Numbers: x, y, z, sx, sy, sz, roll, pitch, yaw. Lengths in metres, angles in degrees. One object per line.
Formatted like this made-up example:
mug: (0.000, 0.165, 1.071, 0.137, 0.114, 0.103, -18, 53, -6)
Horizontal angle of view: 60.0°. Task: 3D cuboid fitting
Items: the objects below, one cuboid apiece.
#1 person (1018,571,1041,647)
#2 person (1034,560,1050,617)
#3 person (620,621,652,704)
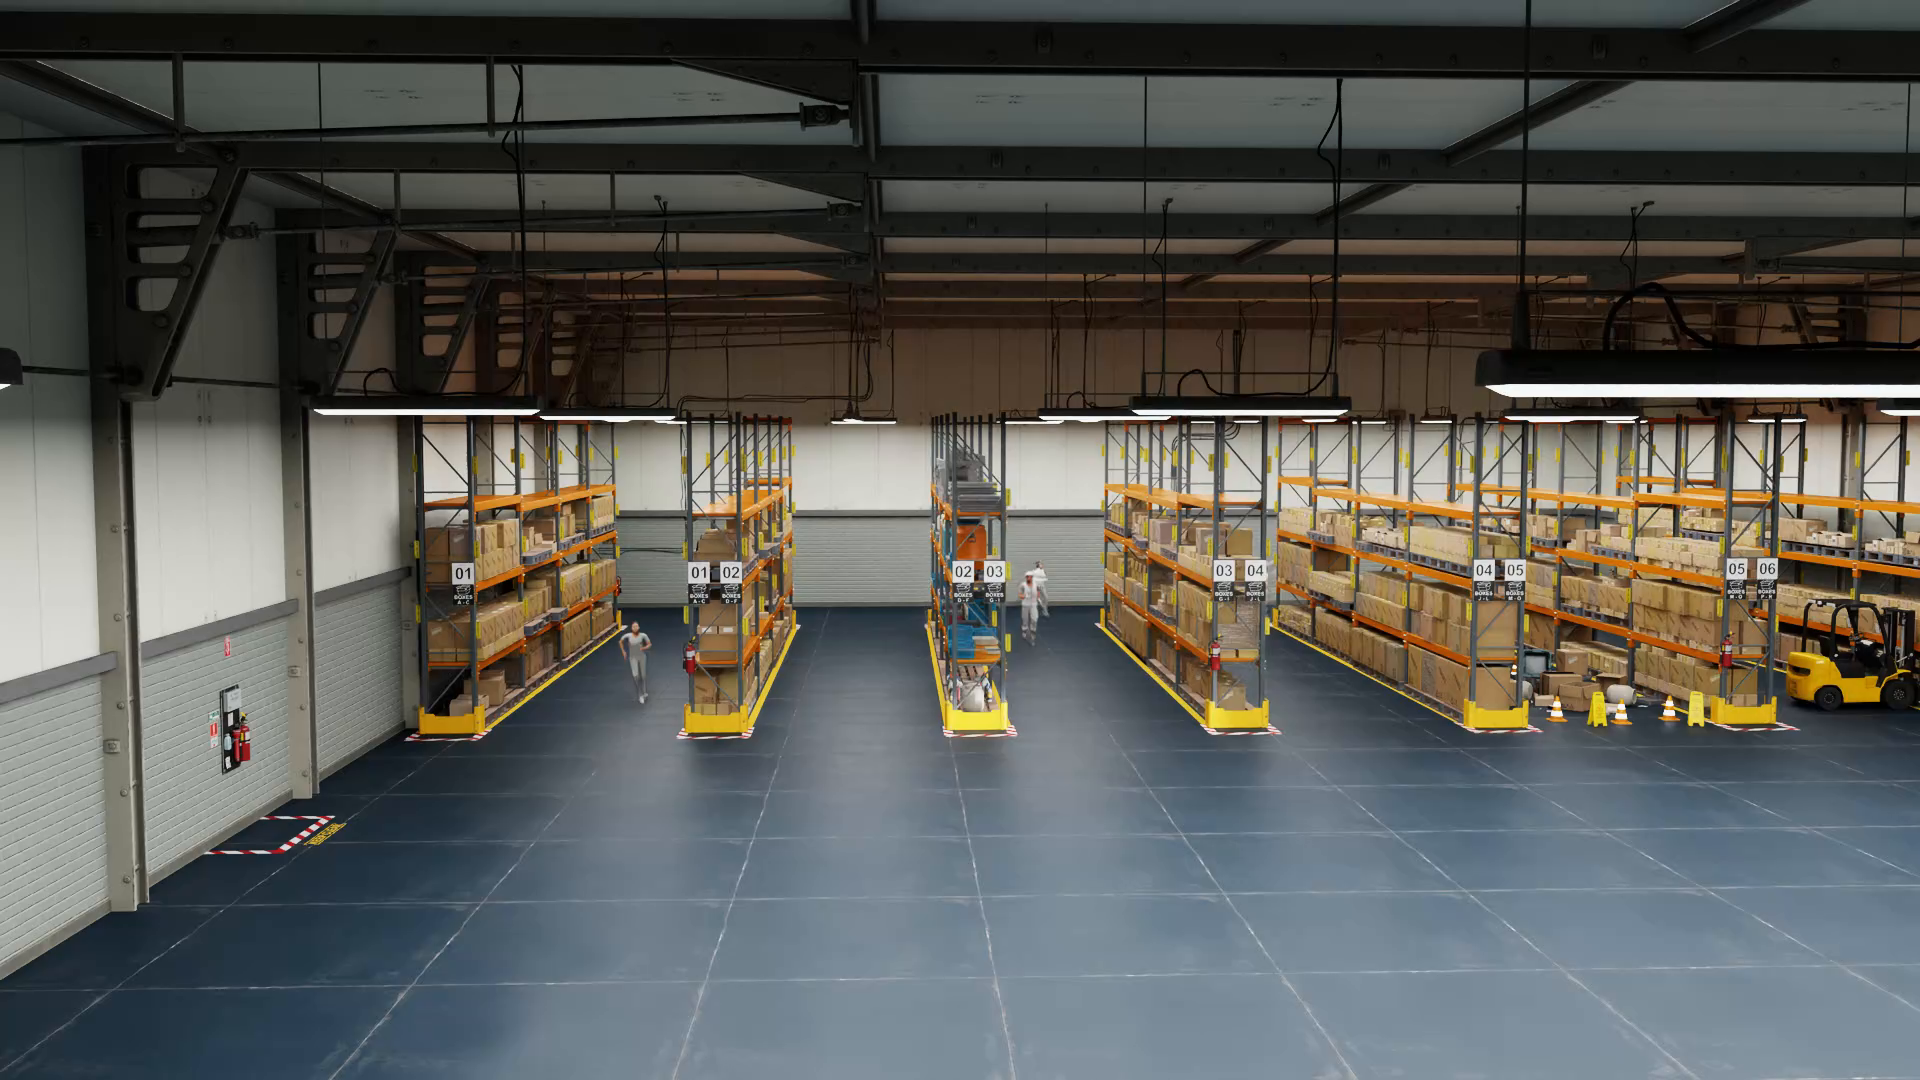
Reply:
person: (1.757, 1.723, 41.767, 0.649, 1.885, 0.809, -1, 4, -10)
person: (2.336, 1.456, 50.335, 0.881, 1.739, 0.629, 3, 5, 34)
person: (-6.752, 2.532, 34.677, 0.649, 1.703, 0.795, -1, 4, -15)
